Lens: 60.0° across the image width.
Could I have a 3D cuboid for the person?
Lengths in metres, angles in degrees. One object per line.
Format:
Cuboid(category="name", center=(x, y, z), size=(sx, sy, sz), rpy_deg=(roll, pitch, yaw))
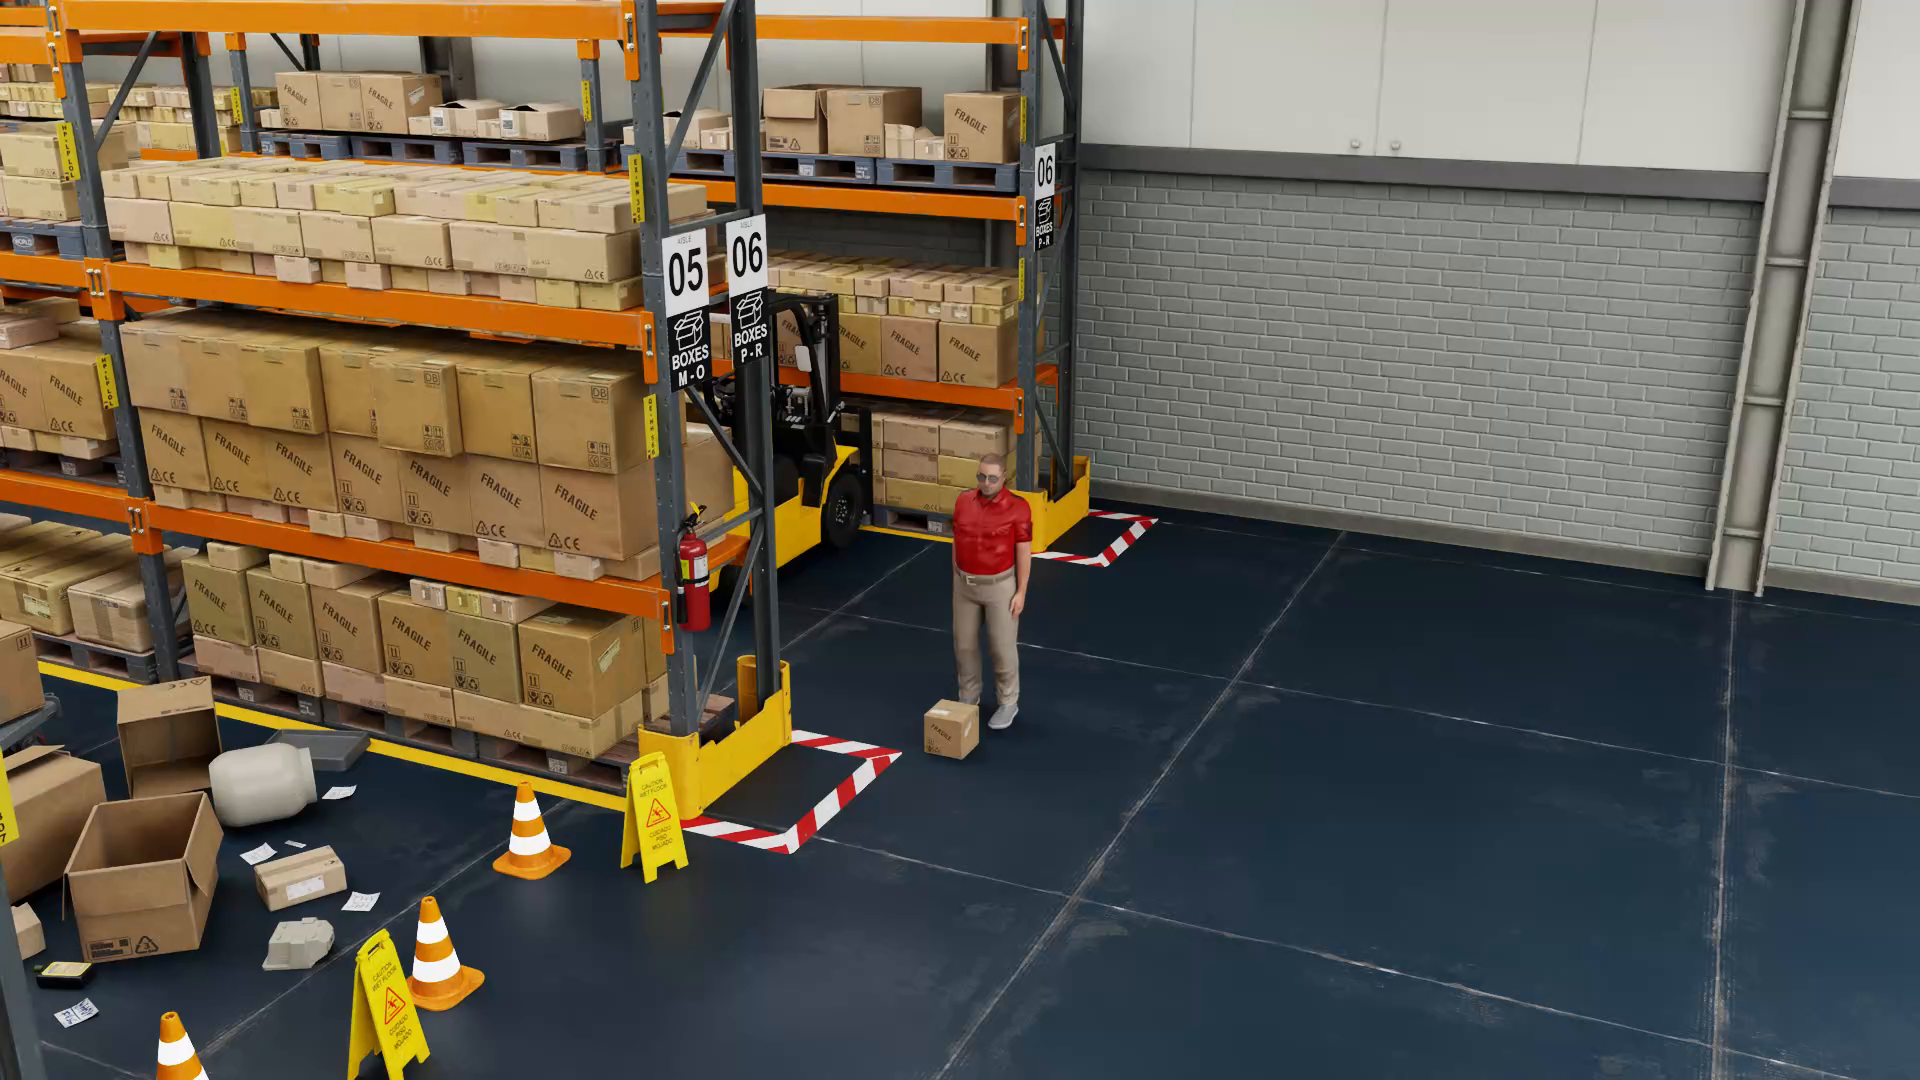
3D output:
Cuboid(category="person", center=(0.172, 0.315, 10.211), size=(0.528, 1.740, 0.360), rpy_deg=(9, 21, 24))
